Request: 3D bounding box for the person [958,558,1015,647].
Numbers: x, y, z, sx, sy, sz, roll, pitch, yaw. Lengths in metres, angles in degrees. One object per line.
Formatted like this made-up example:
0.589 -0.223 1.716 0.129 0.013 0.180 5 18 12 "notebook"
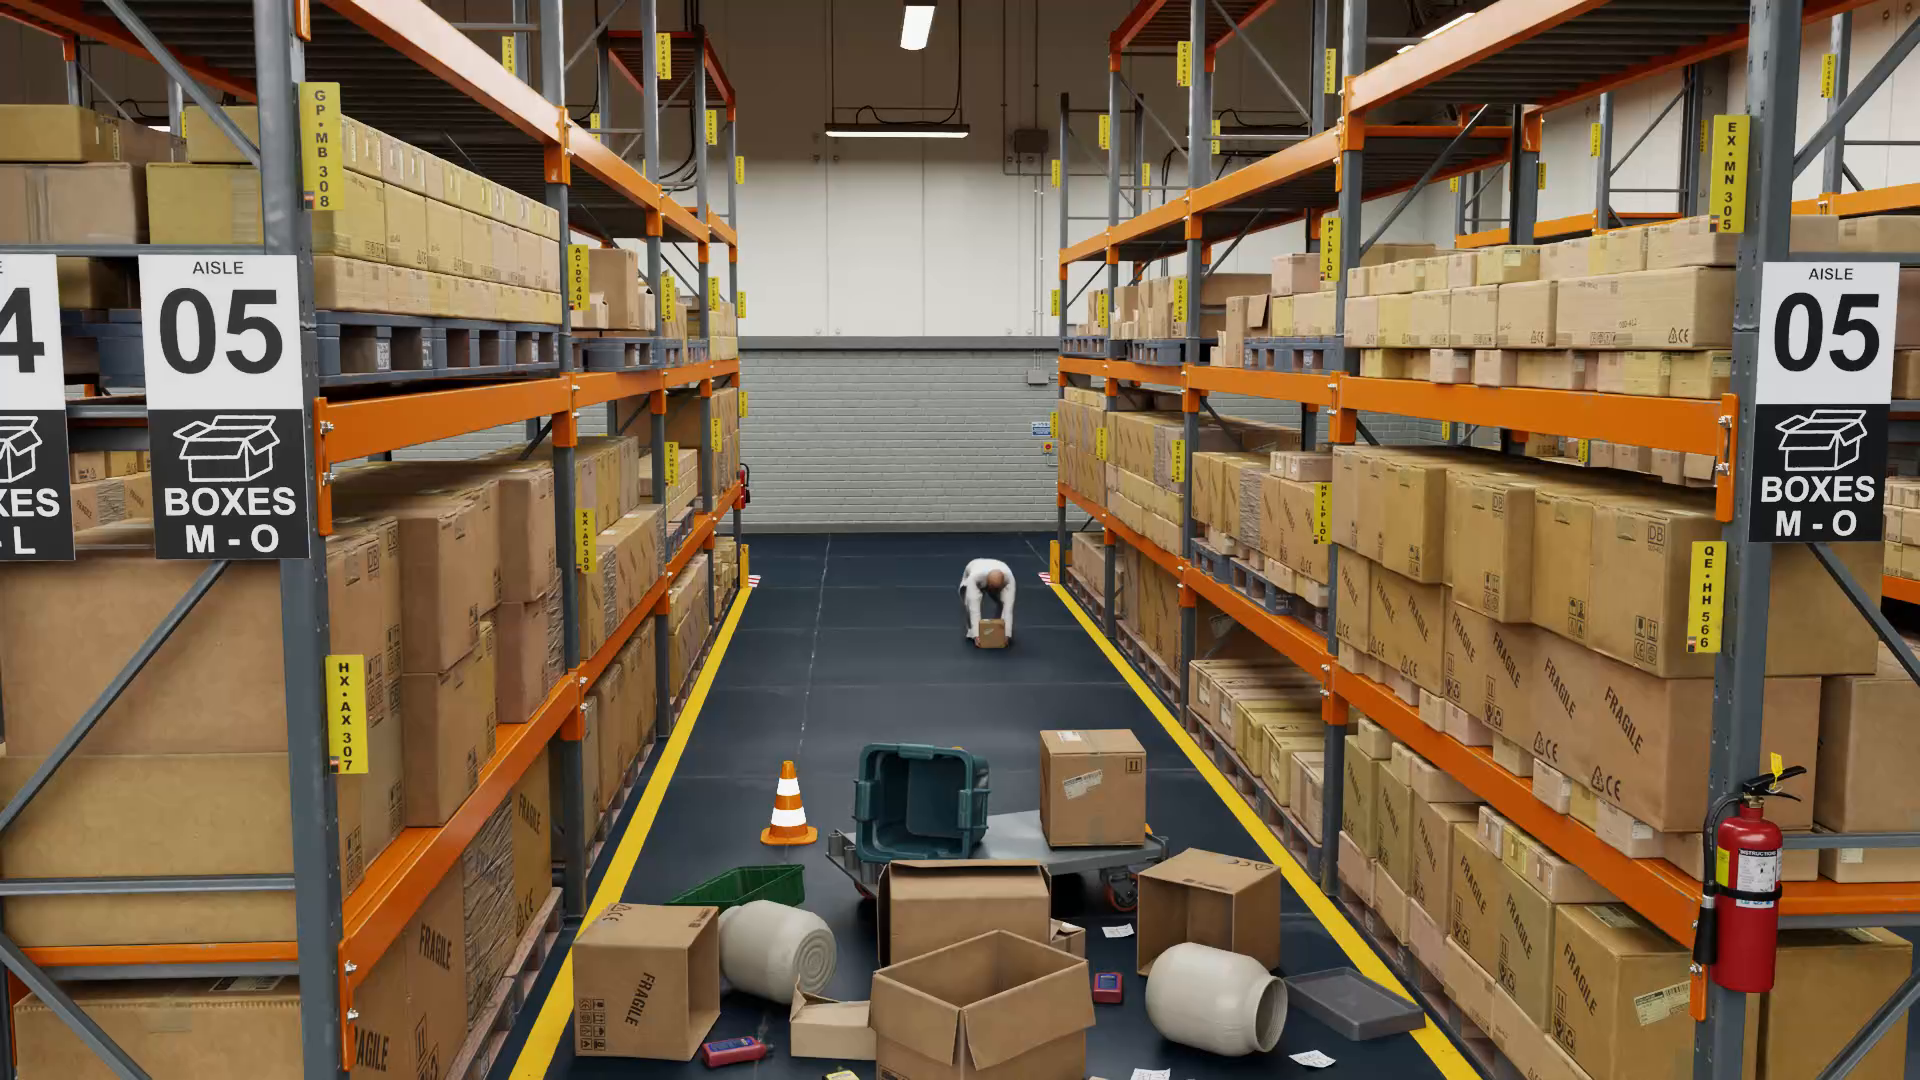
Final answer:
0.281 0.613 16.787 0.582 0.835 0.949 -1 7 -5 "person"
